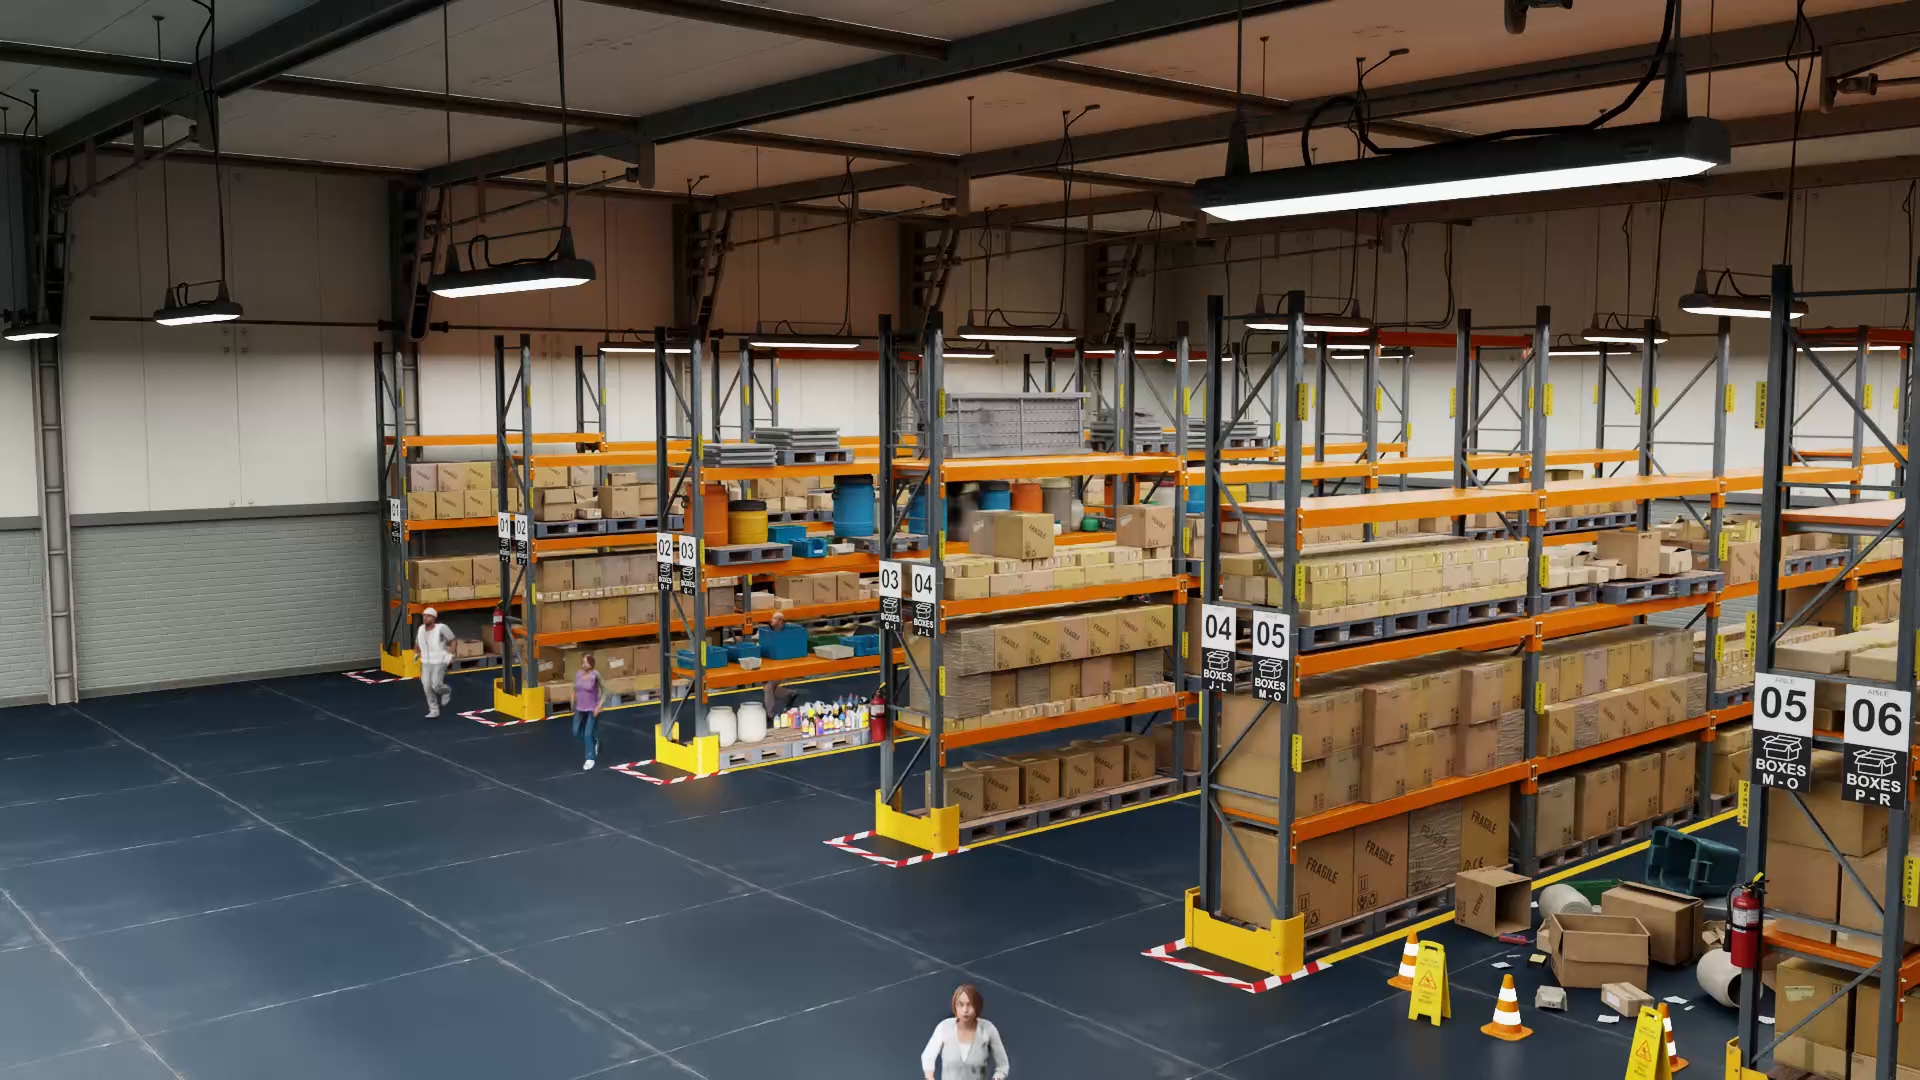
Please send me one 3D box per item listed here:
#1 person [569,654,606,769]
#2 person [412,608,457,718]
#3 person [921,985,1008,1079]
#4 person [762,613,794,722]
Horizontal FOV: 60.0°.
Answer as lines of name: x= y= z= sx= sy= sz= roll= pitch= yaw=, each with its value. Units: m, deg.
person: x=-5.113 y=2.335 z=22.643 sx=0.565 sy=1.562 sz=0.468 roll=2 pitch=5 yaw=19
person: x=-8.252 y=1.929 z=26.046 sx=0.683 sy=1.738 sz=0.672 roll=1 pitch=5 yaw=12
person: x=0.022 y=3.482 z=10.100 sx=0.539 sy=1.568 sz=0.536 roll=0 pitch=5 yaw=2
person: x=-2.857 y=1.982 z=25.868 sx=0.791 sy=1.685 sz=0.676 roll=-5 pitch=7 yaw=-43
